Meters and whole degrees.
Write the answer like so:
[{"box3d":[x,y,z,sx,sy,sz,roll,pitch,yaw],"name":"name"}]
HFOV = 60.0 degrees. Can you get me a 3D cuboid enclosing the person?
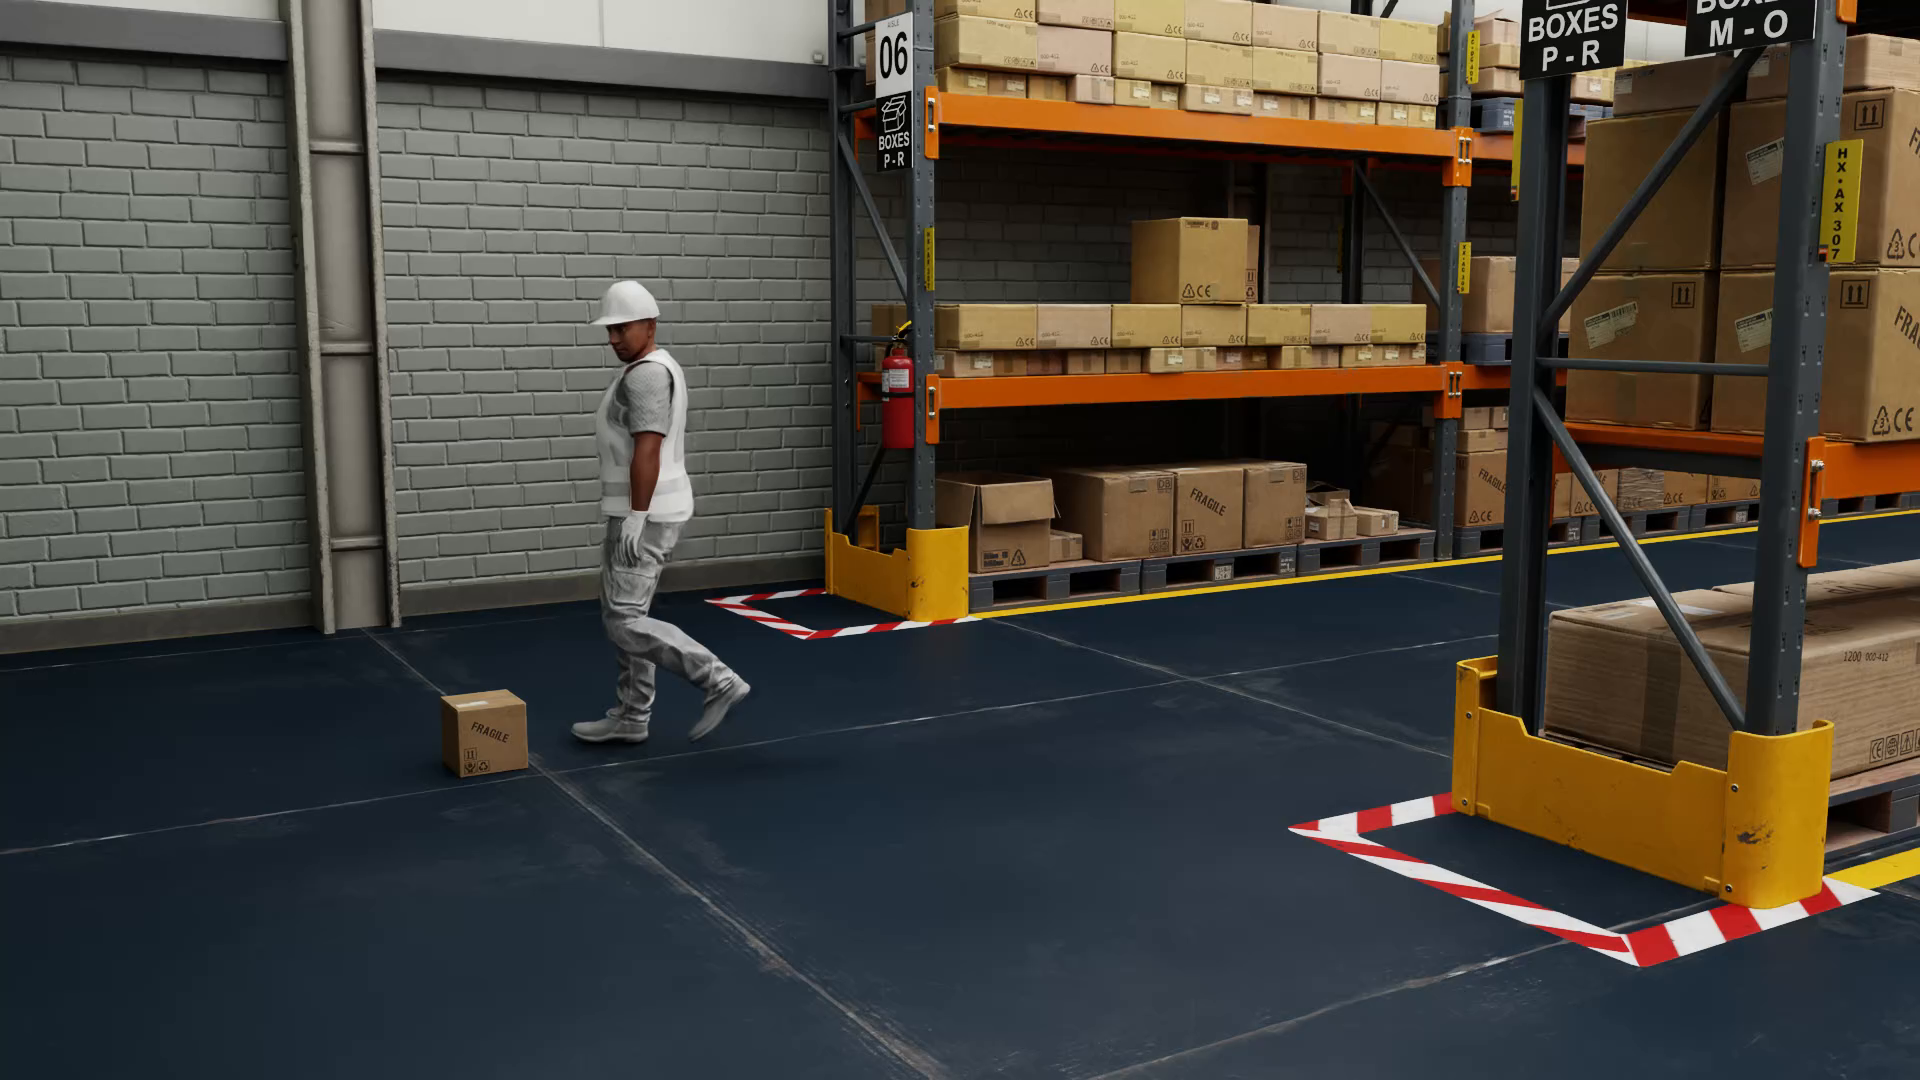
[{"box3d":[-1.152,-0.083,6.285,0.737,1.769,0.600,0,8,-2],"name":"person"}]
